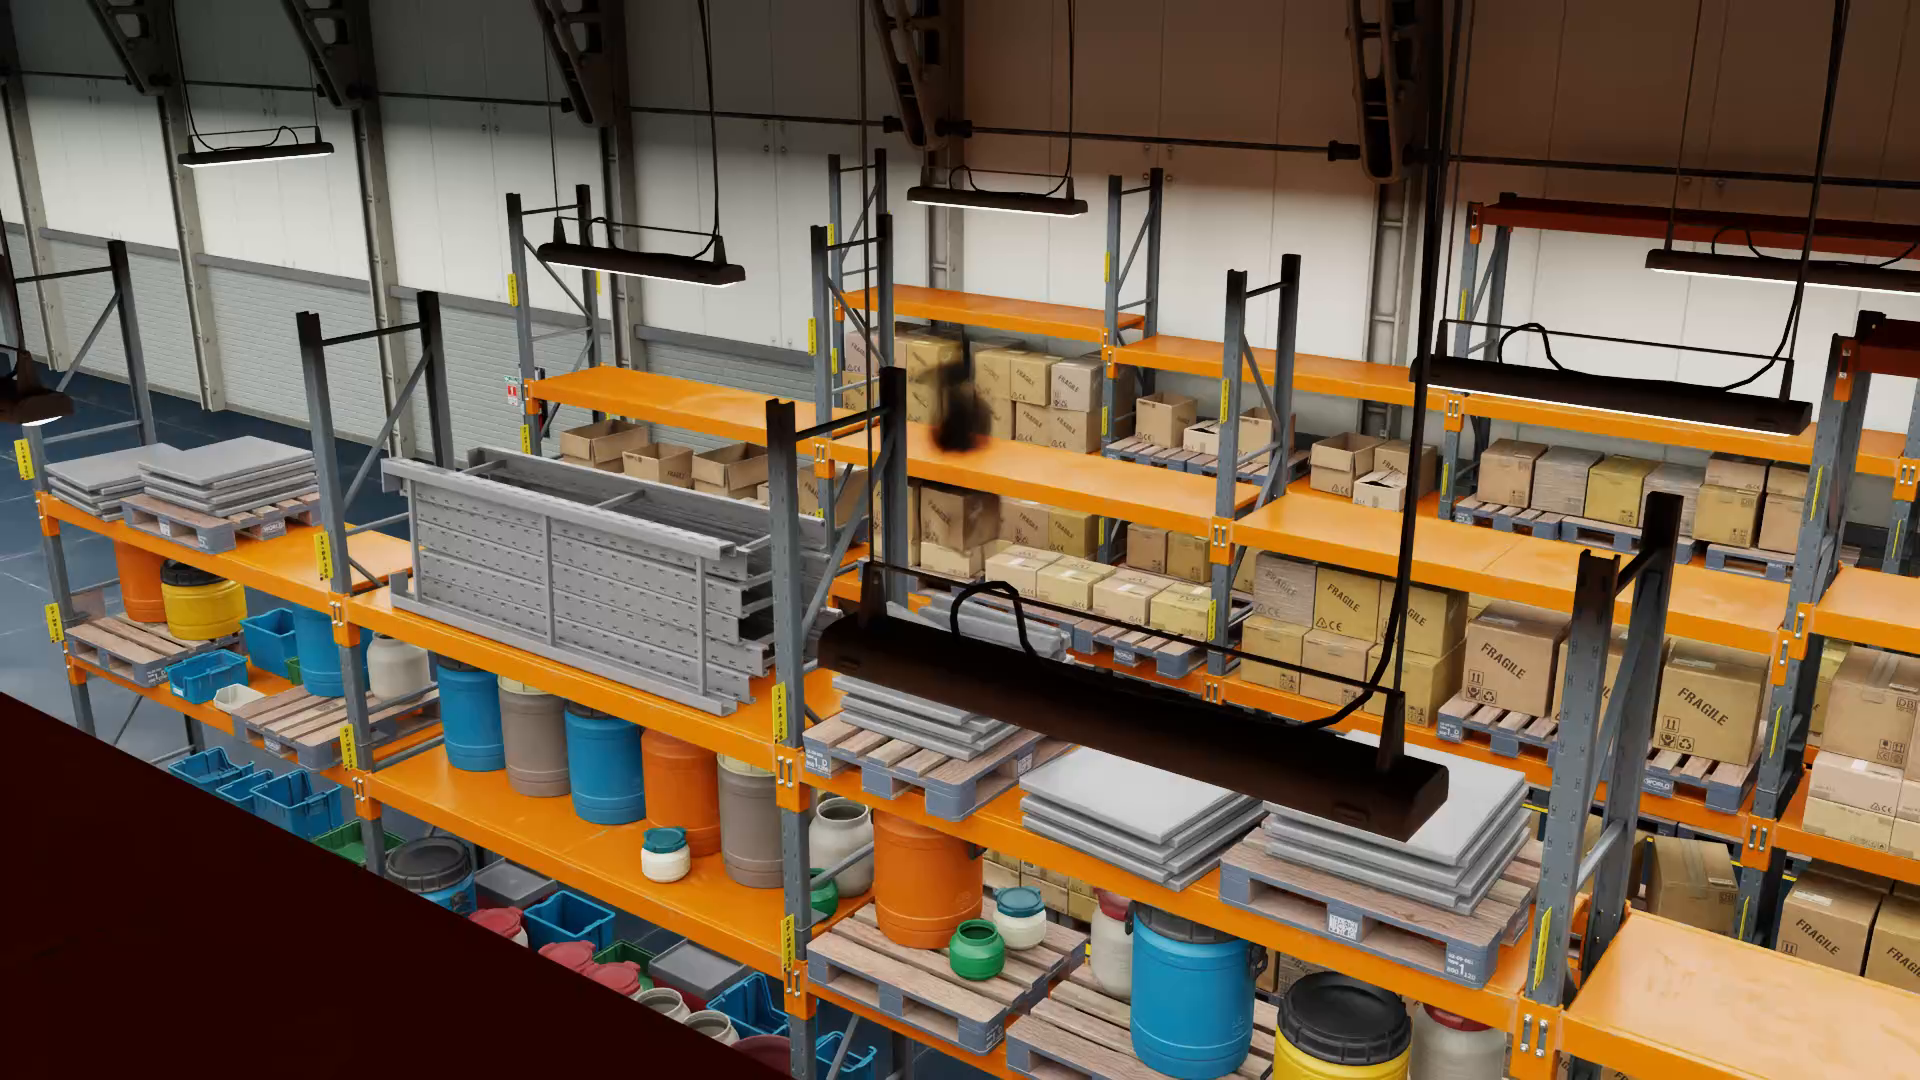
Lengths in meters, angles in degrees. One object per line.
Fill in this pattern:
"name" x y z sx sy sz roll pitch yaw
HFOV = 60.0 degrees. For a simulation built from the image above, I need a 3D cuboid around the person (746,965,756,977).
"person" -1.662 2.949 13.693 0.647 1.644 0.791 17 25 42
